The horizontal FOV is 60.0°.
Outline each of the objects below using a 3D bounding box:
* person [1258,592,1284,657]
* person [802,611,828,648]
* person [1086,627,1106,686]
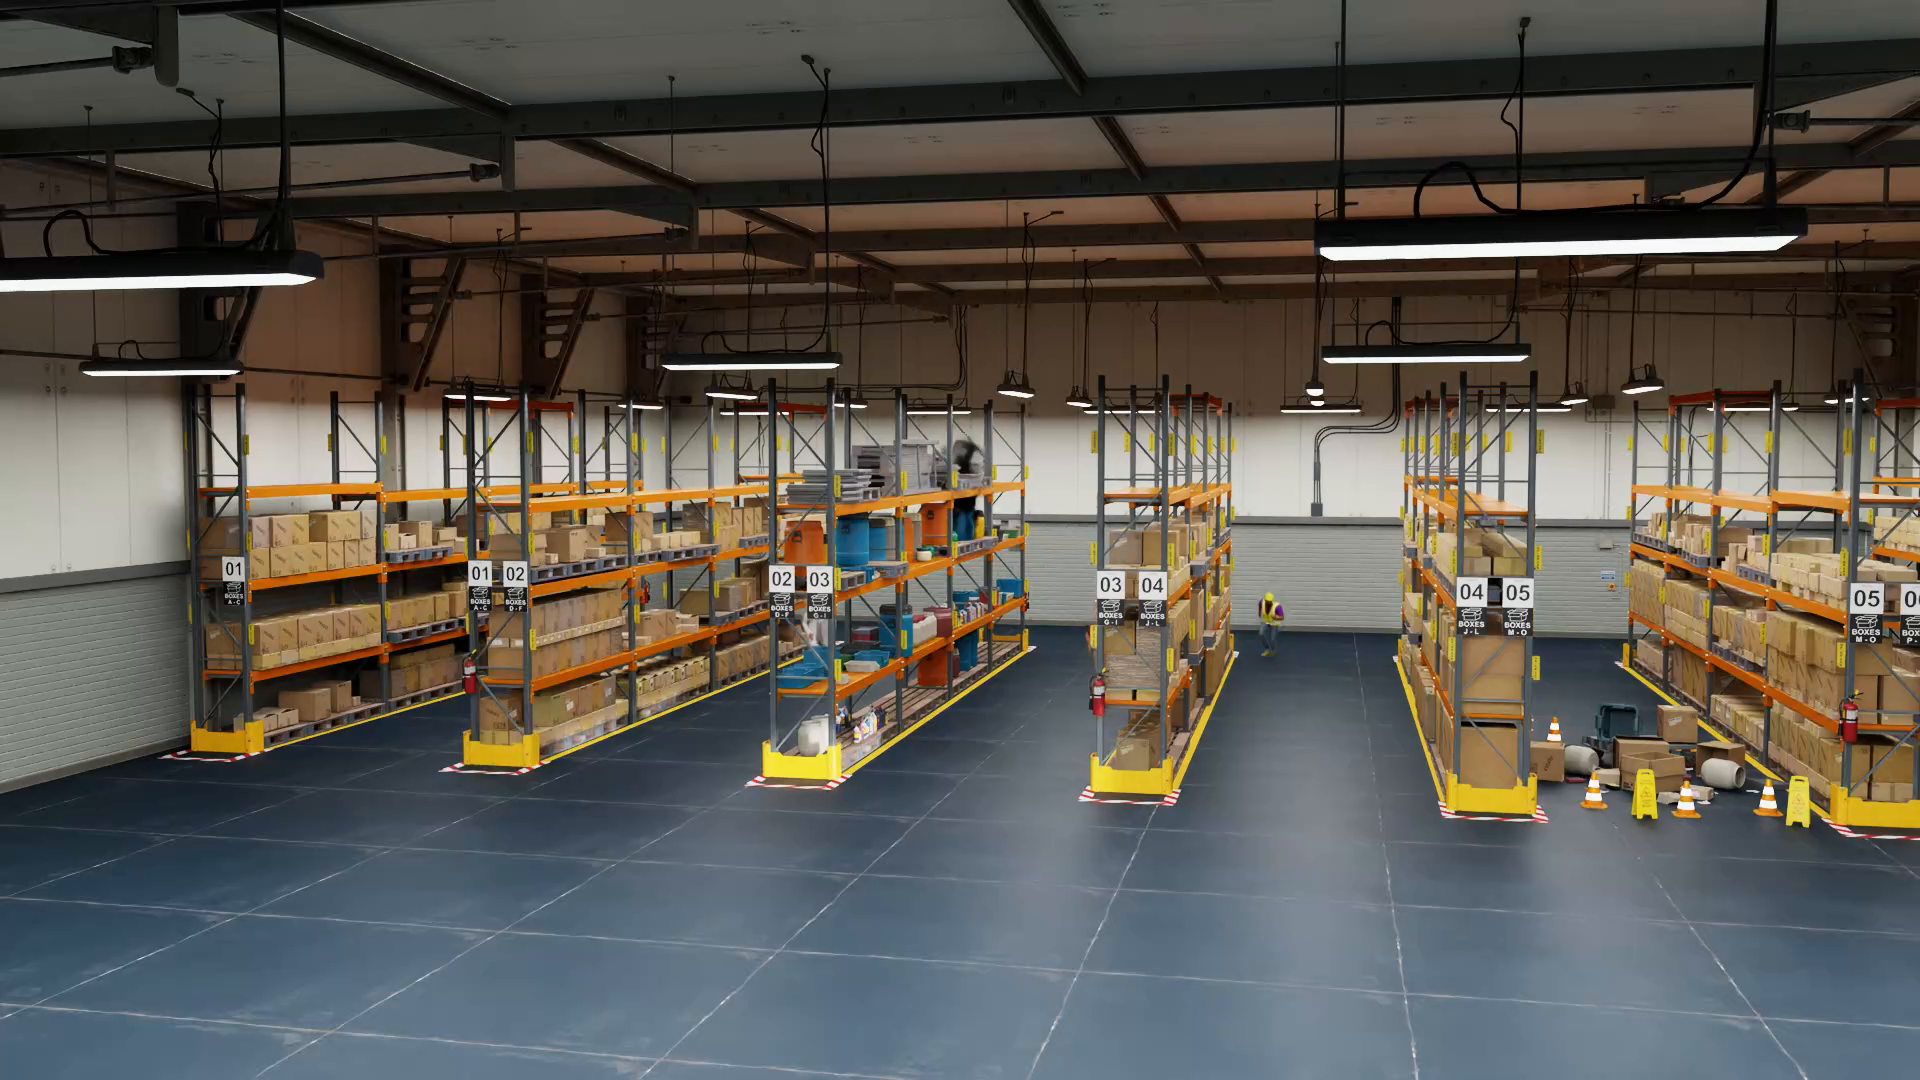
[{"bbox_3d":[7.287,1.967,38.988,0.722,1.538,1.115,1,4,24],"label":"person"},{"bbox_3d":[-3.090,2.092,36.061,0.696,1.676,0.827,-1,3,-14],"label":"person"},{"bbox_3d":[2.839,2.300,32.942,0.636,1.652,0.728,0,3,-4],"label":"person"}]
